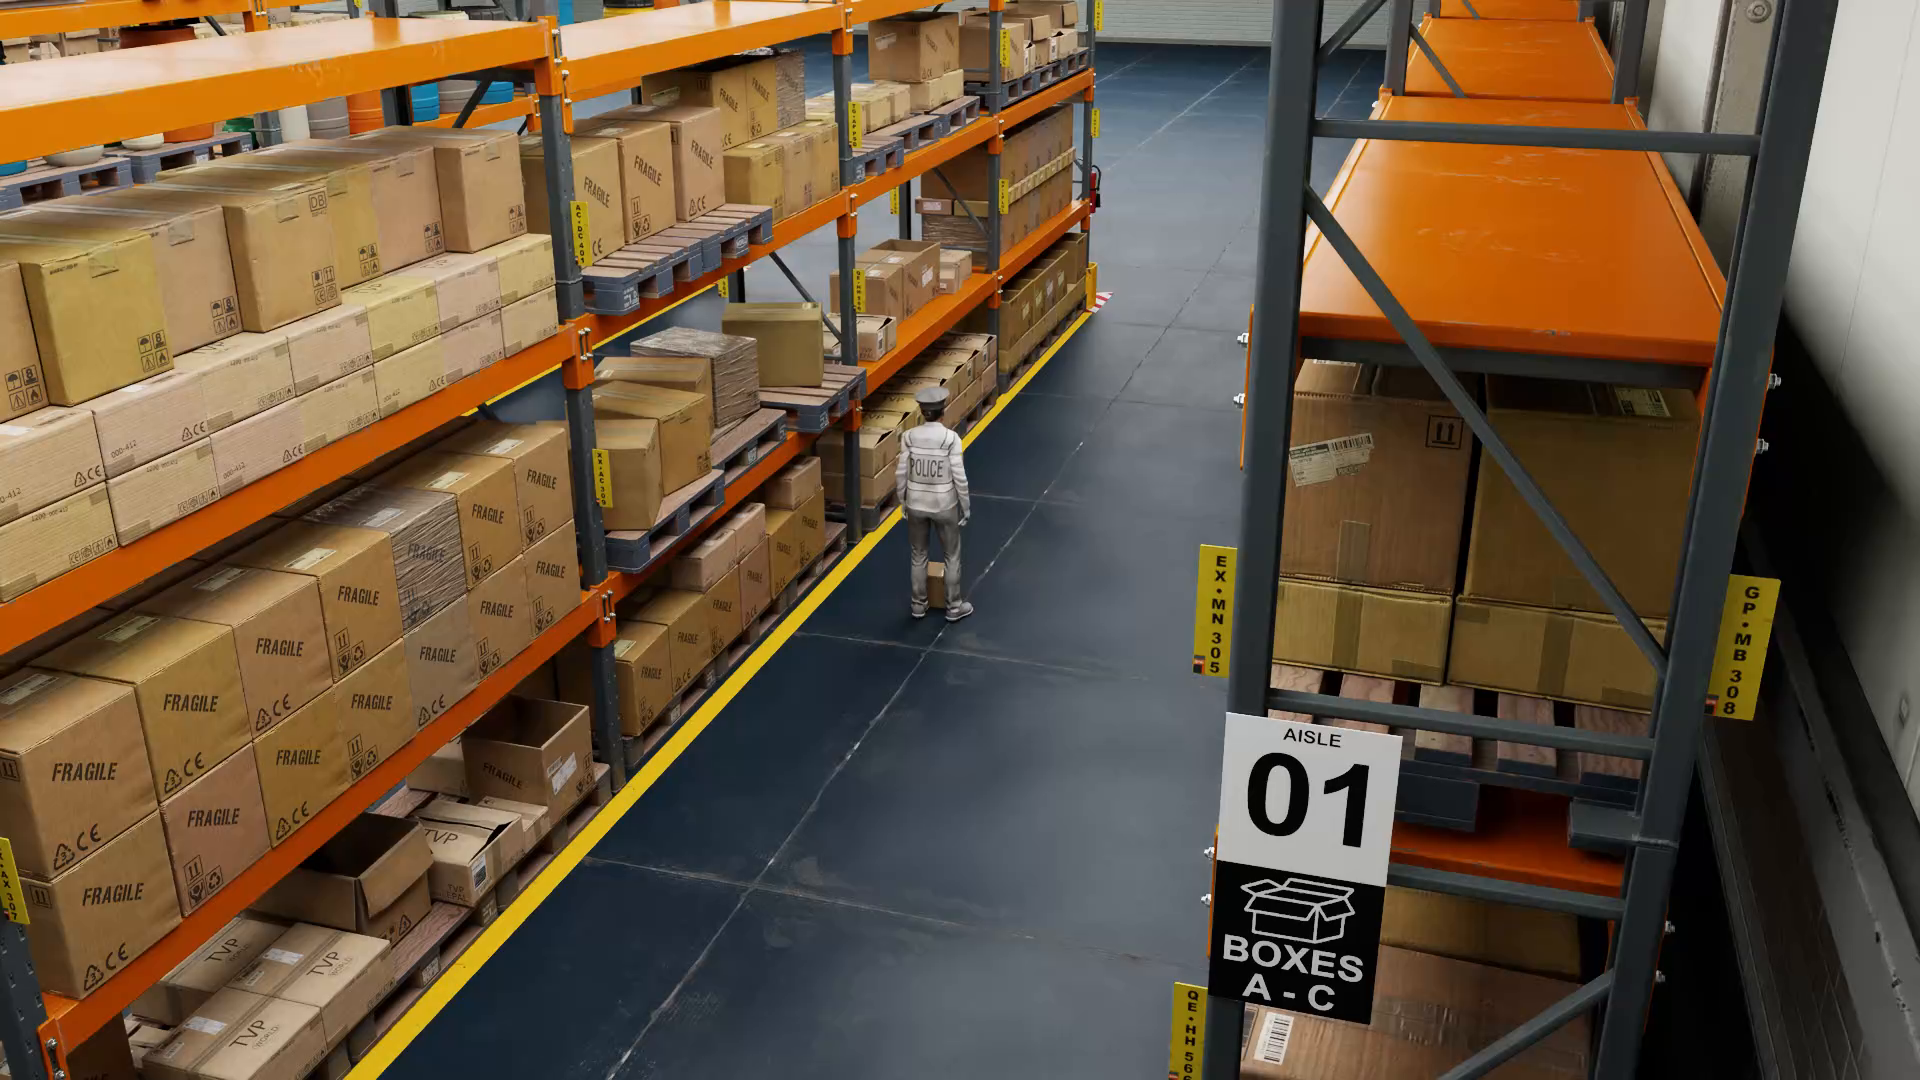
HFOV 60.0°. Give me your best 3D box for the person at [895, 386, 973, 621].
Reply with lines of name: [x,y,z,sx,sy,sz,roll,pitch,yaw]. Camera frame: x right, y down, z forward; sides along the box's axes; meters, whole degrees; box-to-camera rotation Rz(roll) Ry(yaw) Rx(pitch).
person: [-0.185,-0.234,11.660,0.530,1.663,0.372,7,23,16]
